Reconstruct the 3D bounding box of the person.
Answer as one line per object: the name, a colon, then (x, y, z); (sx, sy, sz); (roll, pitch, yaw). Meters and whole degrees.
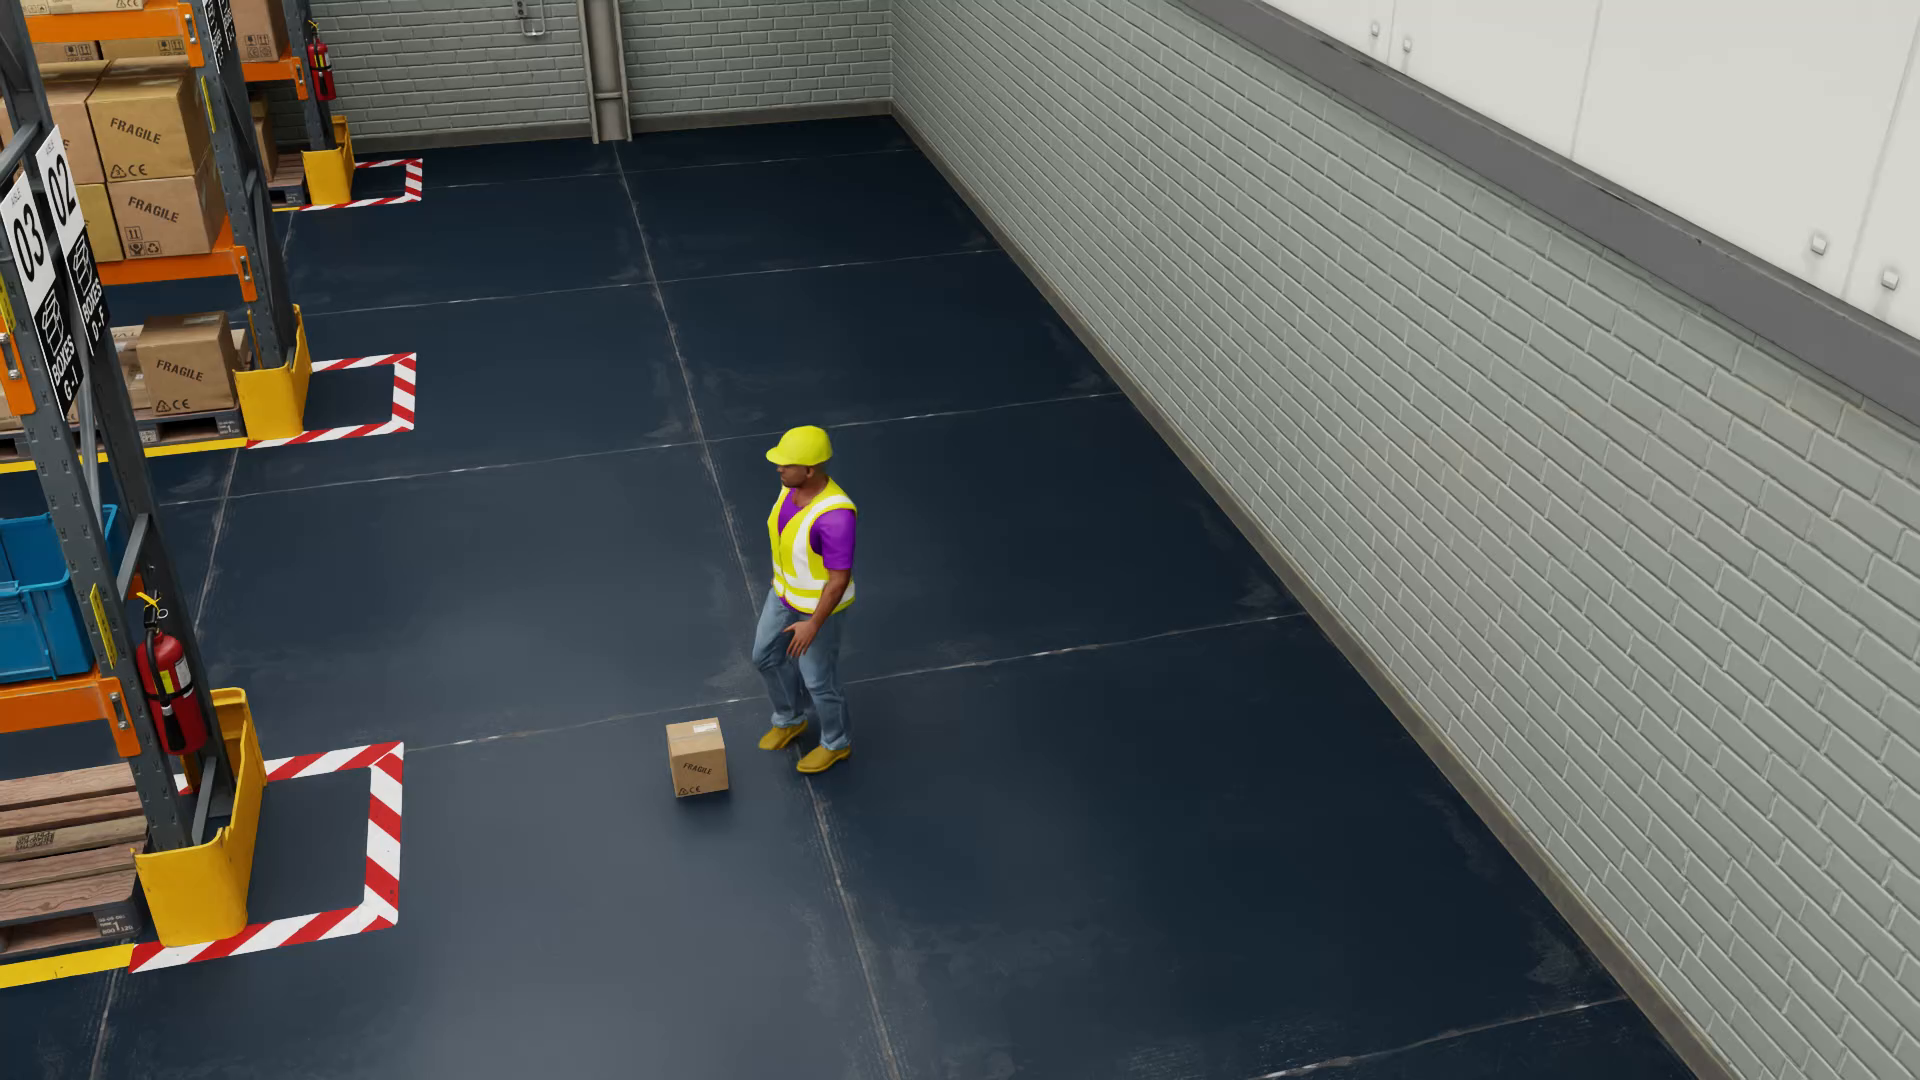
person: (-0.739, 0.294, 7.763); (0.450, 1.823, 0.676); (-20, 36, -31)
